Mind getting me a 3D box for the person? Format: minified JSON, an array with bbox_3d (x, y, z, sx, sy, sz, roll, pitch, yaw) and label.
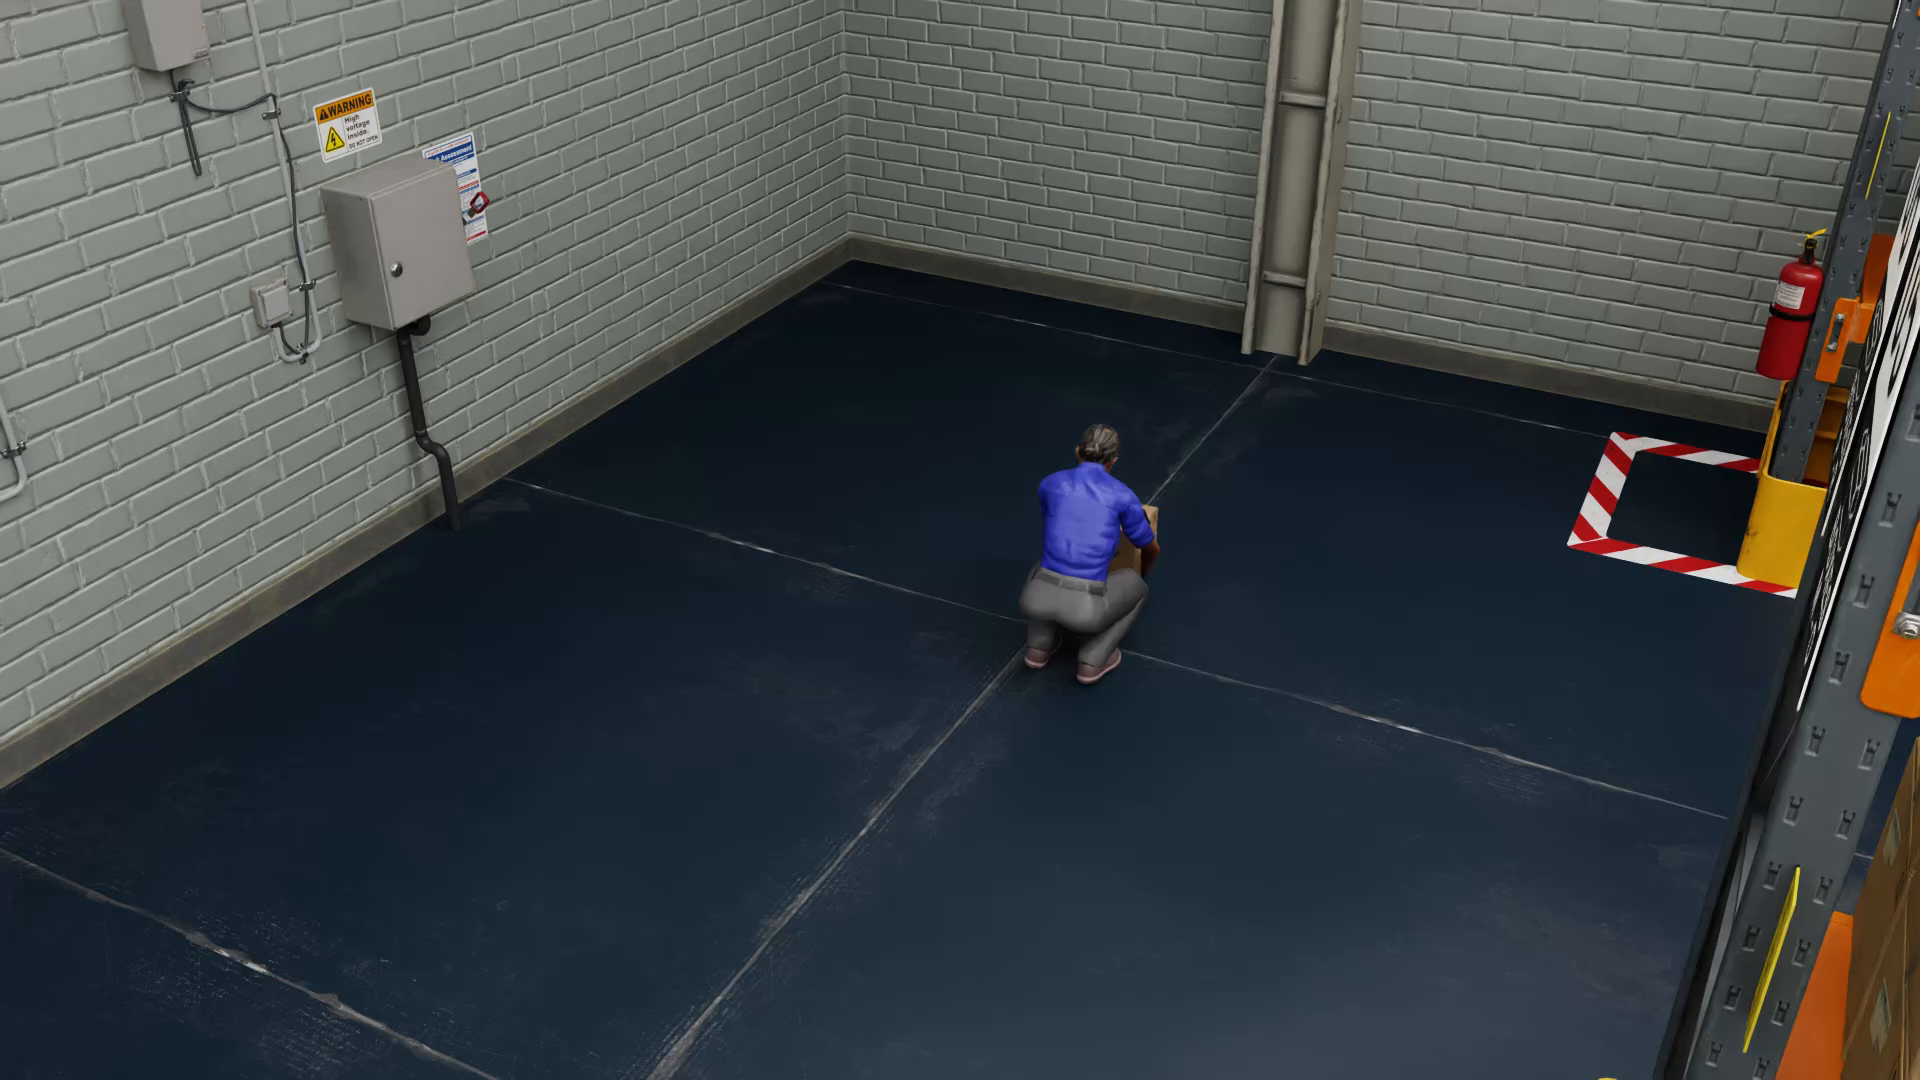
[{"bbox_3d":[0.531,0.037,6.817,0.495,0.923,0.827,14,33,23],"label":"person"}]
